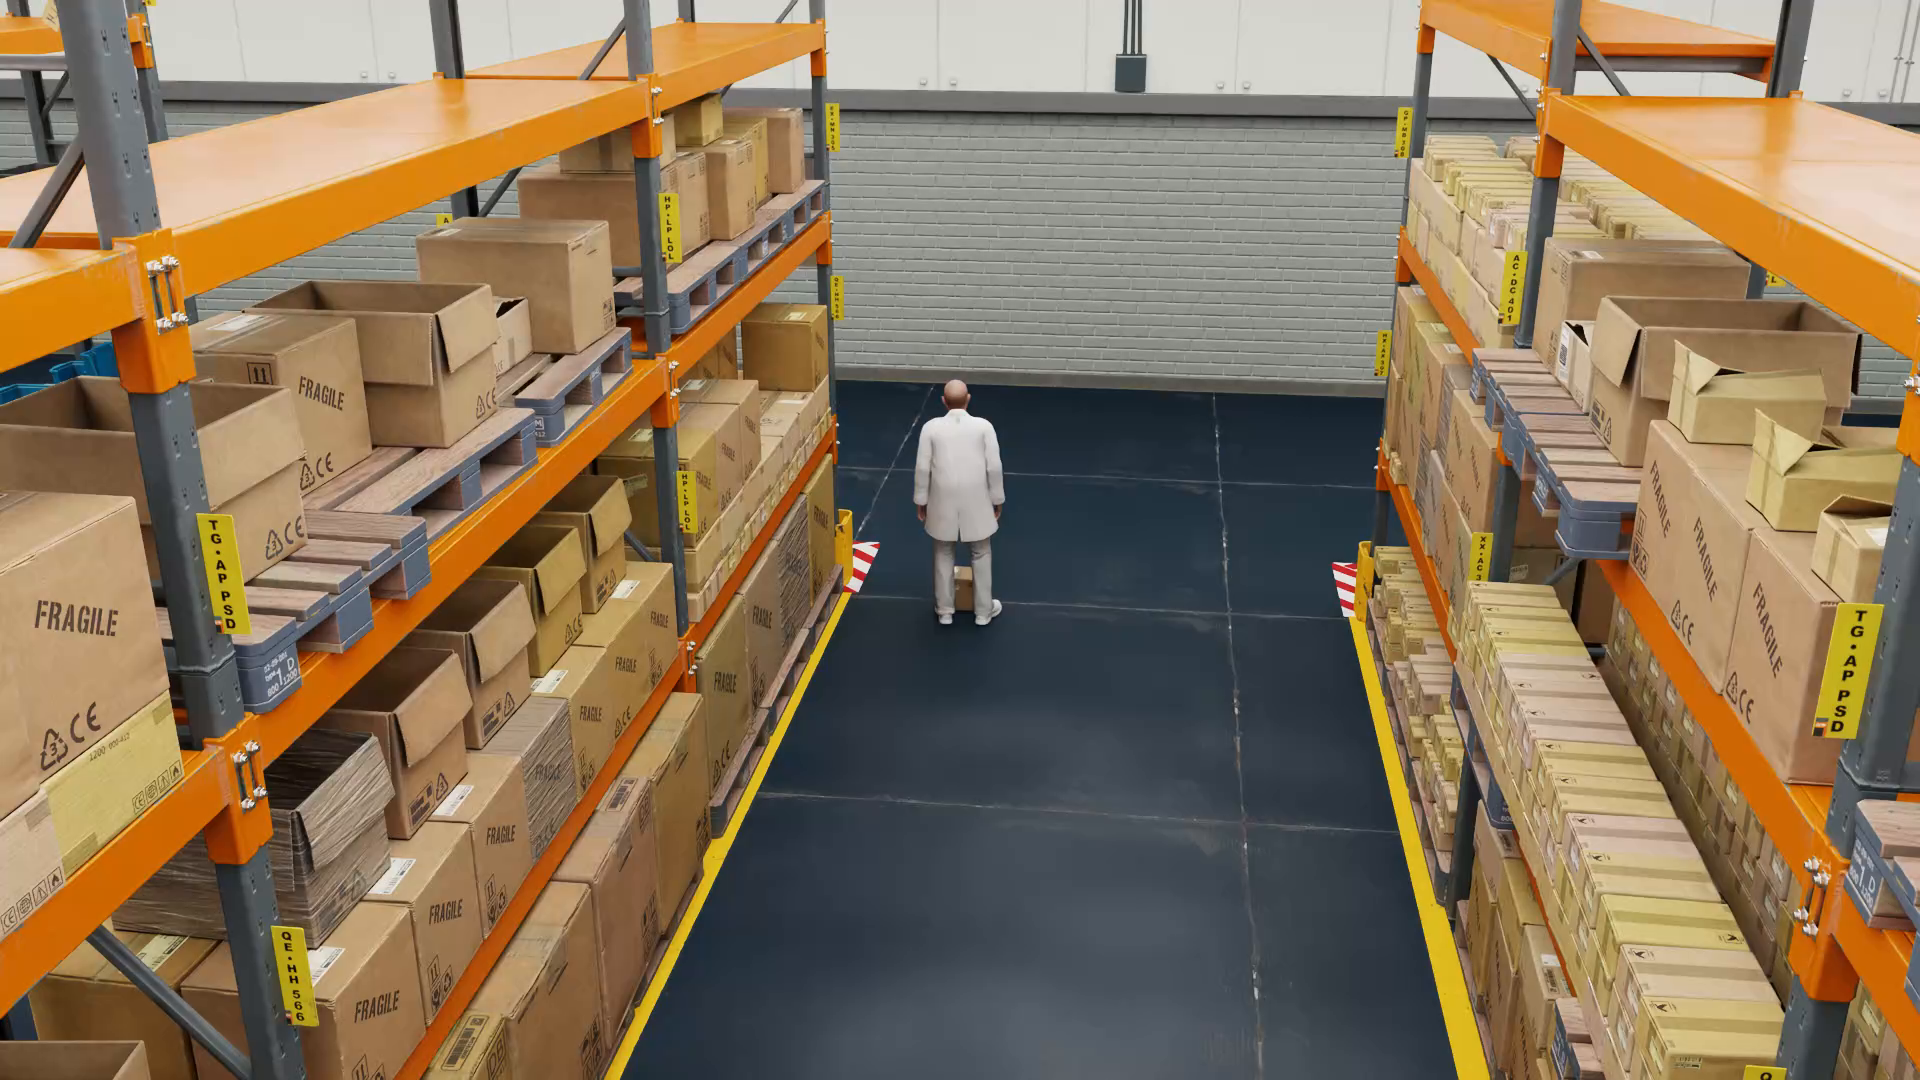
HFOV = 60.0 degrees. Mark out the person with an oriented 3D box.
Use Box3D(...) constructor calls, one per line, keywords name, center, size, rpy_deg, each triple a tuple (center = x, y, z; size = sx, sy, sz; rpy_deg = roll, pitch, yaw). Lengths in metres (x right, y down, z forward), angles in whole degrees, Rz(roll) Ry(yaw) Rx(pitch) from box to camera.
Box3D(name="person", center=(-0.007, -0.265, 11.799), size=(0.649, 1.772, 0.433), rpy_deg=(1, 21, 2))
